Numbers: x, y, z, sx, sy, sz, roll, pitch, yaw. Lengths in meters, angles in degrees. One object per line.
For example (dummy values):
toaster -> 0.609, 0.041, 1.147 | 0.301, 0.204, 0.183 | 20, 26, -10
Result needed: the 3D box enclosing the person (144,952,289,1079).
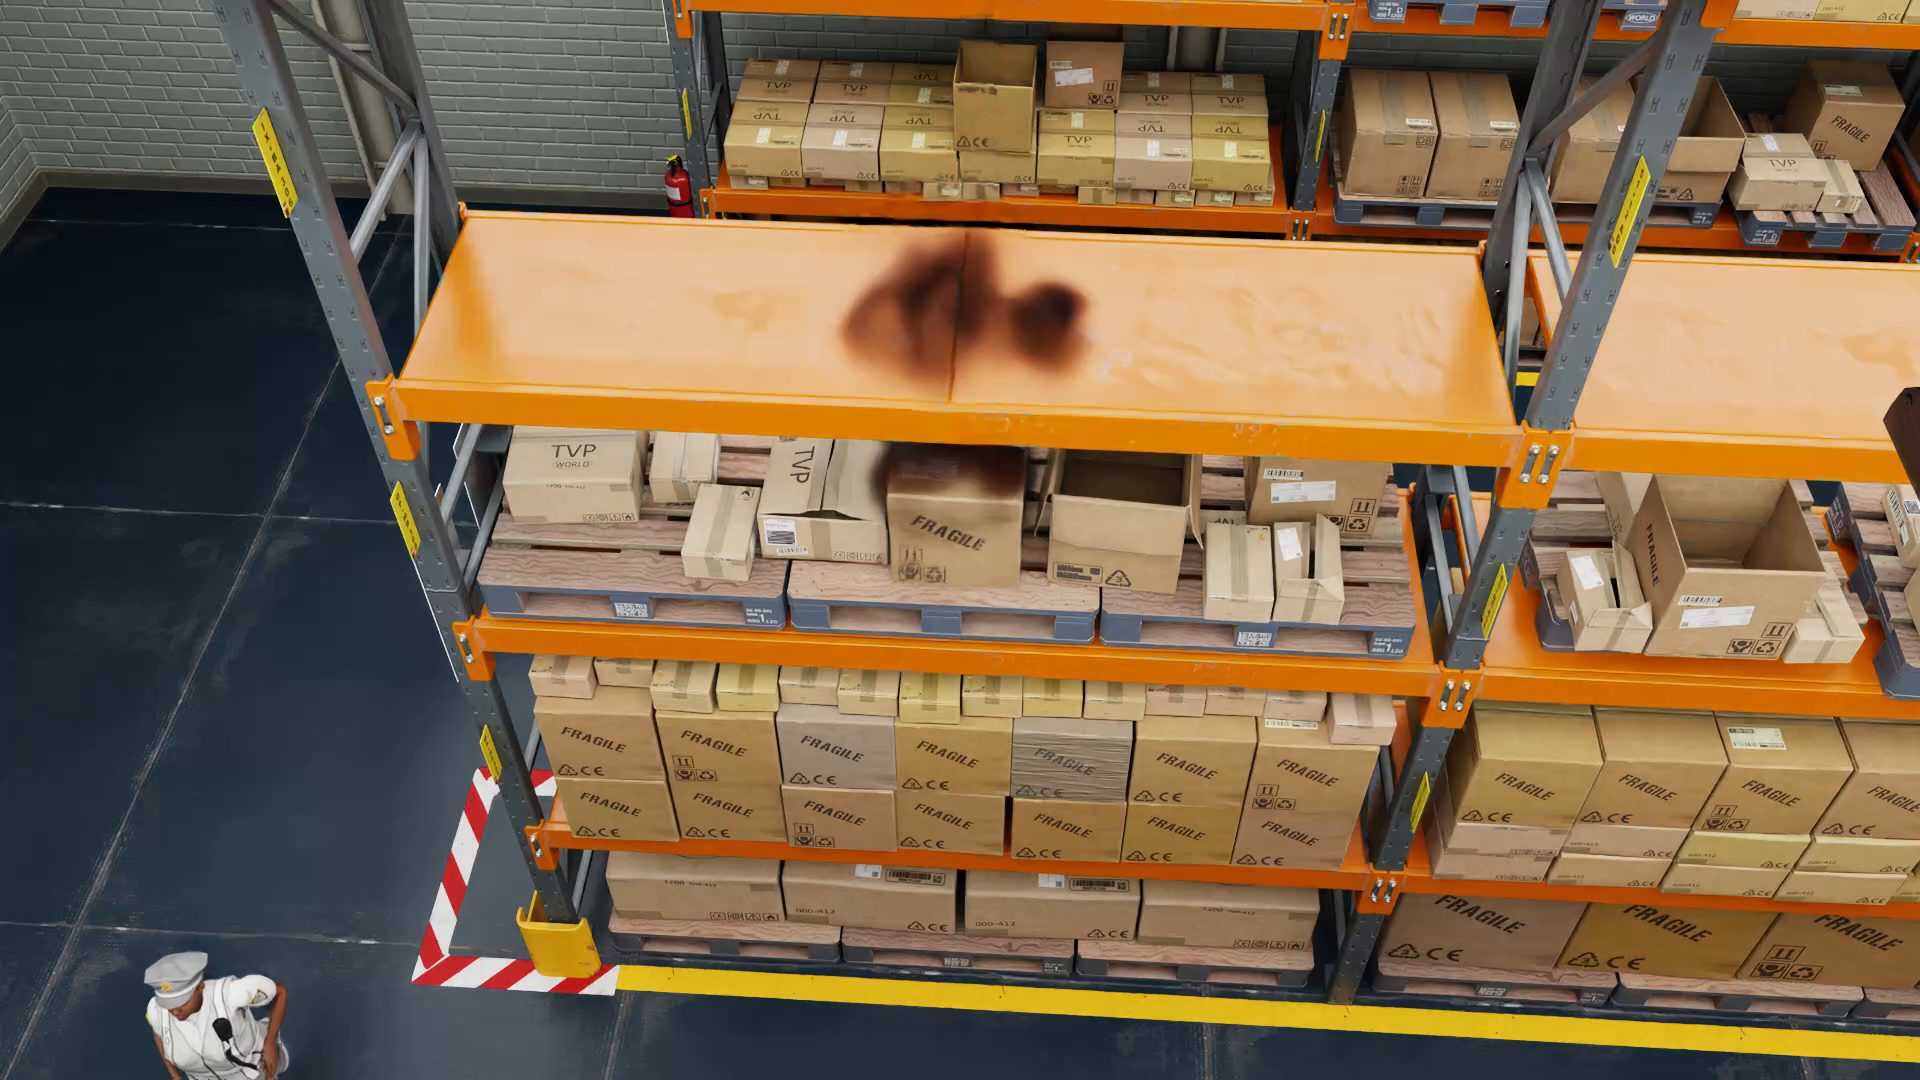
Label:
person -> -3.277, 2.323, 7.532 | 0.578, 1.692, 0.769 | -4, 48, -4
